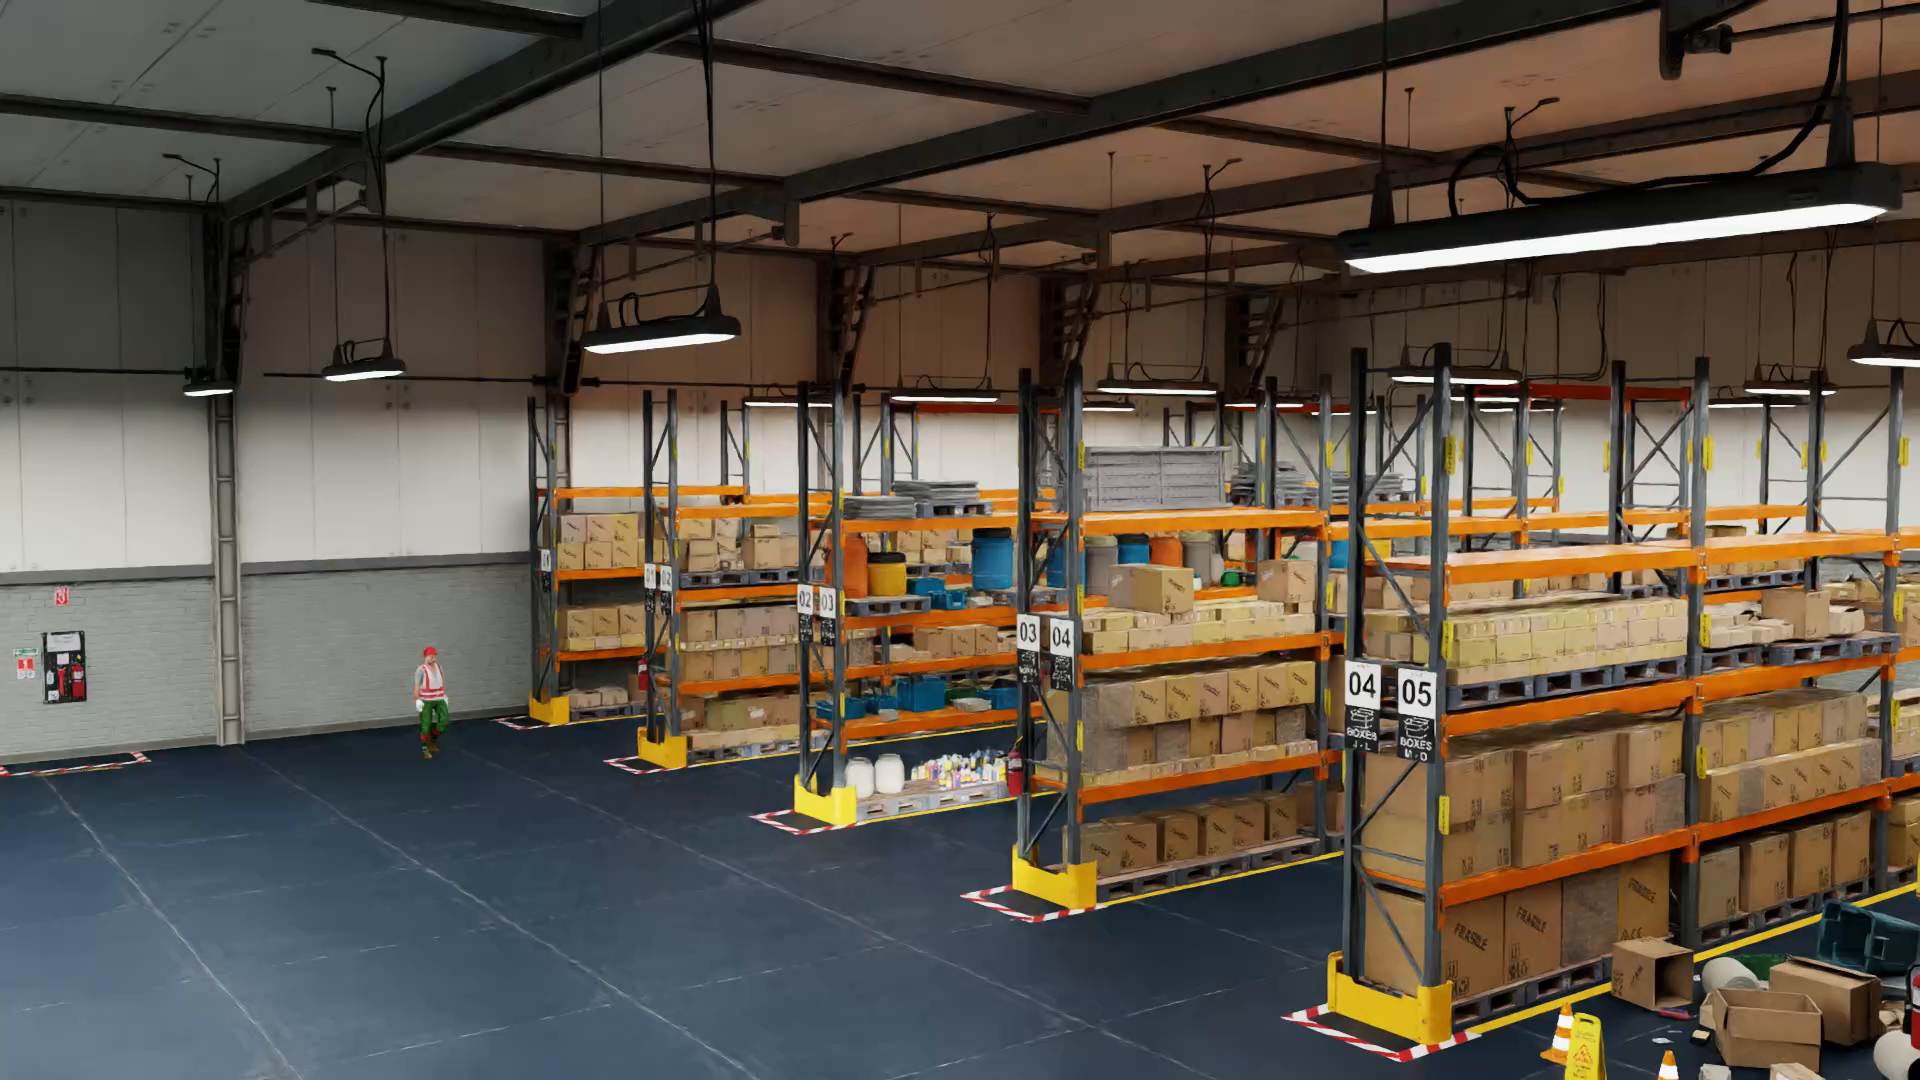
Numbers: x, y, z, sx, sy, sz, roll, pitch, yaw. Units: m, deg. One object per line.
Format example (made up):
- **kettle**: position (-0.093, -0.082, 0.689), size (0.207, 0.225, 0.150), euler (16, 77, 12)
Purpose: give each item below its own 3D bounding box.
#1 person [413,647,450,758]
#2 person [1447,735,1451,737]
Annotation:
- **person**: position (-8.689, 2.651, 27.307), size (0.527, 1.788, 0.713), euler (3, 4, 40)
- **person**: position (5.988, 3.119, 20.733), size (0.580, 1.657, 0.560), euler (-1, 4, -16)
